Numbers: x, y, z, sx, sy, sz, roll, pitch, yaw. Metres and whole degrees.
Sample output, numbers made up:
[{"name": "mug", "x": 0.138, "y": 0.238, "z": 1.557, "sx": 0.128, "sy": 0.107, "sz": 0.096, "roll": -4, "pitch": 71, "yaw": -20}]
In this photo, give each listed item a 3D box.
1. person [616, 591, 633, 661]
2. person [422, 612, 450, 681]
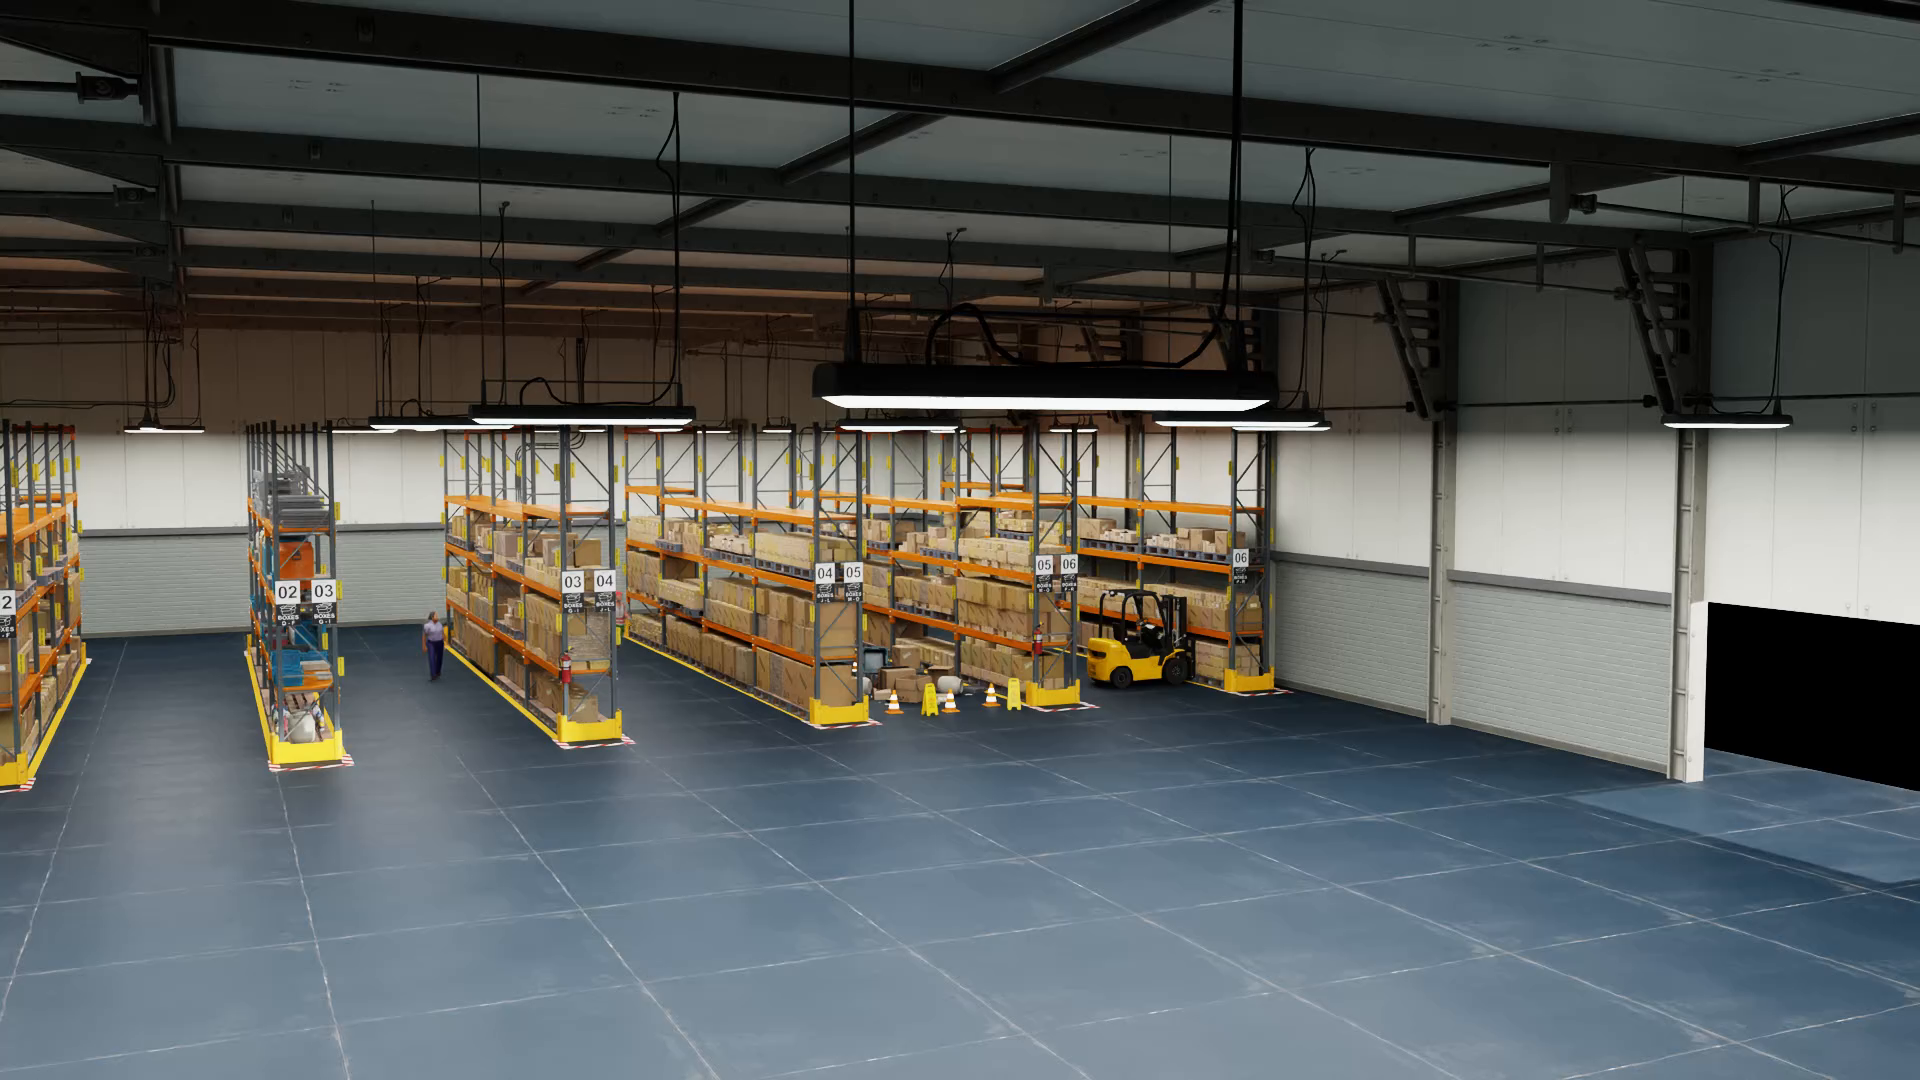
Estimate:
[{"name": "person", "x": -8.825, "y": 2.211, "z": 42.797, "sx": 0.727, "sy": 1.813, "sz": 0.877, "roll": -2, "pitch": 4, "yaw": -24}, {"name": "person", "x": -12.317, "y": 2.476, "z": 39.080, "sx": 0.605, "sy": 1.598, "sz": 0.995, "roll": -2, "pitch": 4, "yaw": -26}]
